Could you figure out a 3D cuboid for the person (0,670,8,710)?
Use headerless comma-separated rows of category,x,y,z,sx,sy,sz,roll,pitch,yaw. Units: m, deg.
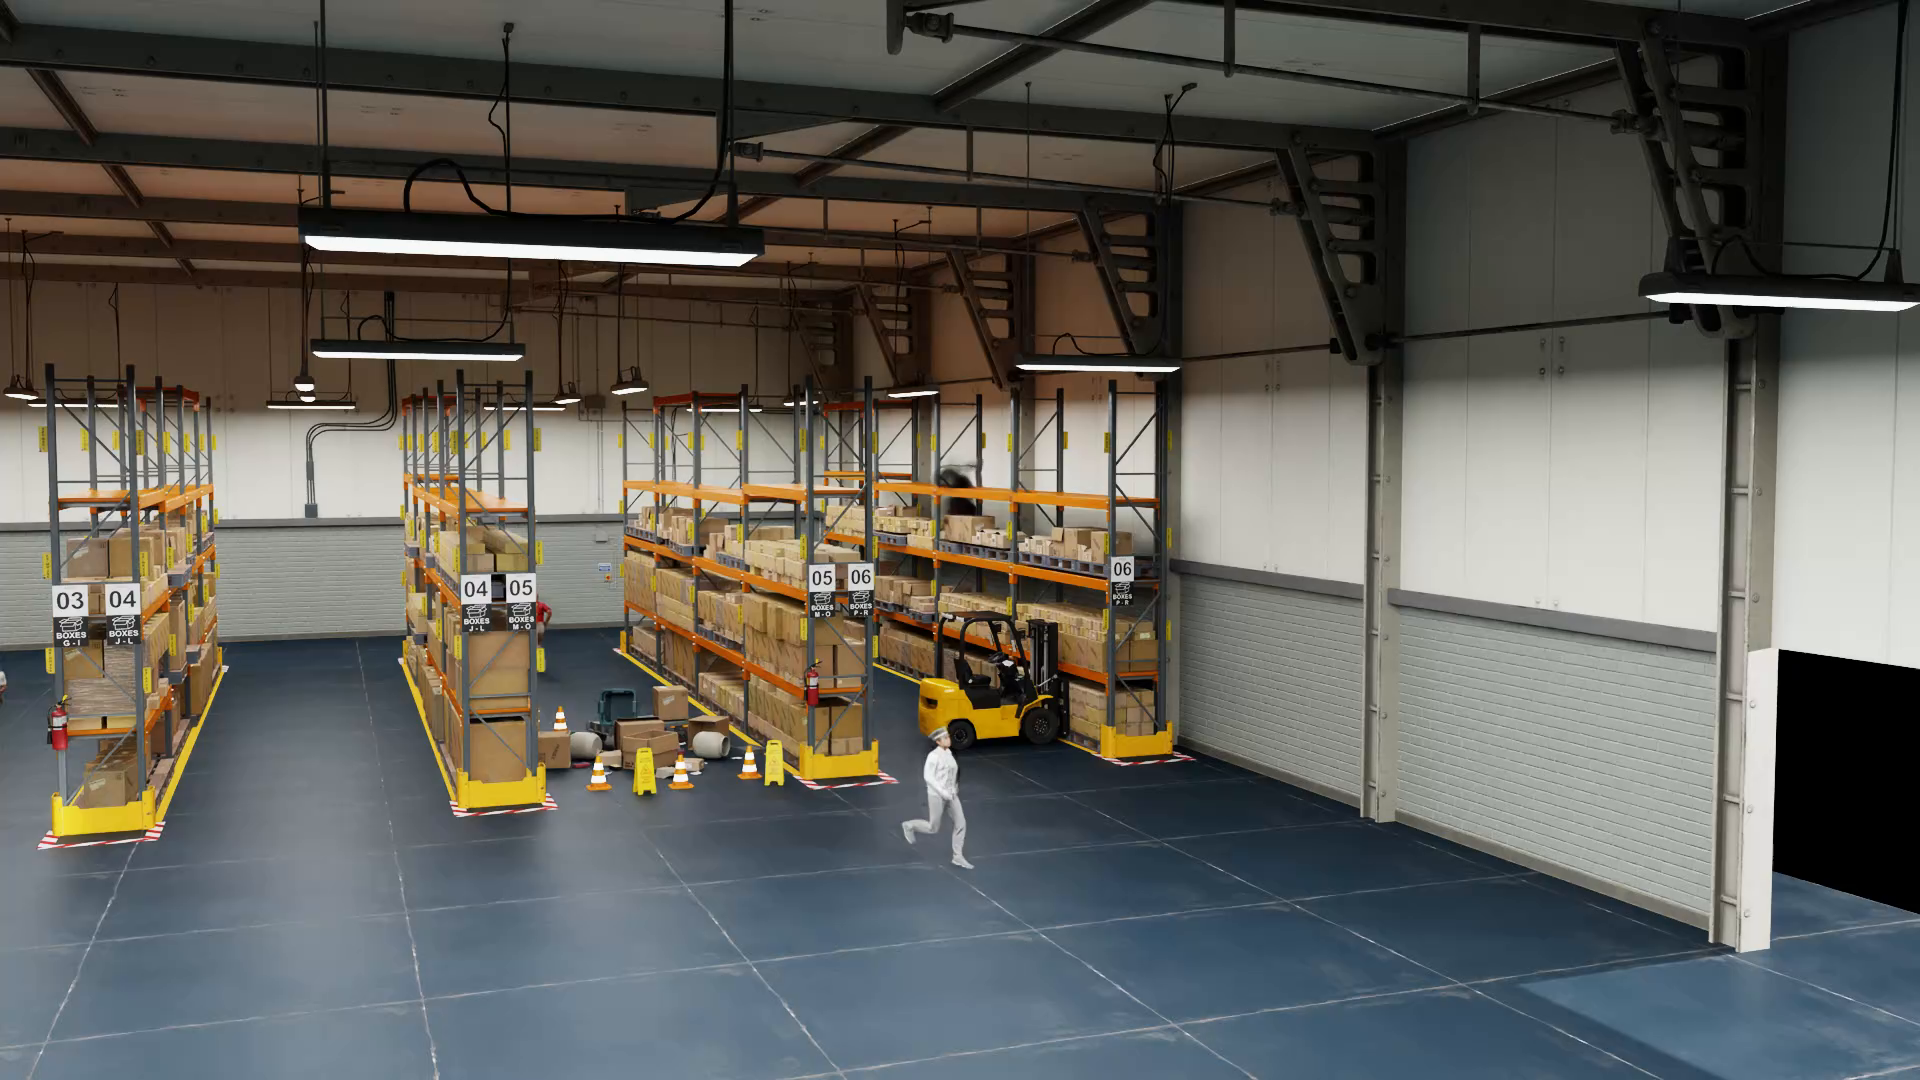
person,-15.354,2.629,26.263,0.537,1.746,0.827,-2,4,-36

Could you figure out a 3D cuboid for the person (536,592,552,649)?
person,-9.312,2.040,36.448,0.626,1.773,1.019,-2,4,-35

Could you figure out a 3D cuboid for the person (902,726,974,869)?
person,-0.232,3.038,19.766,0.898,1.685,0.602,2,4,34
